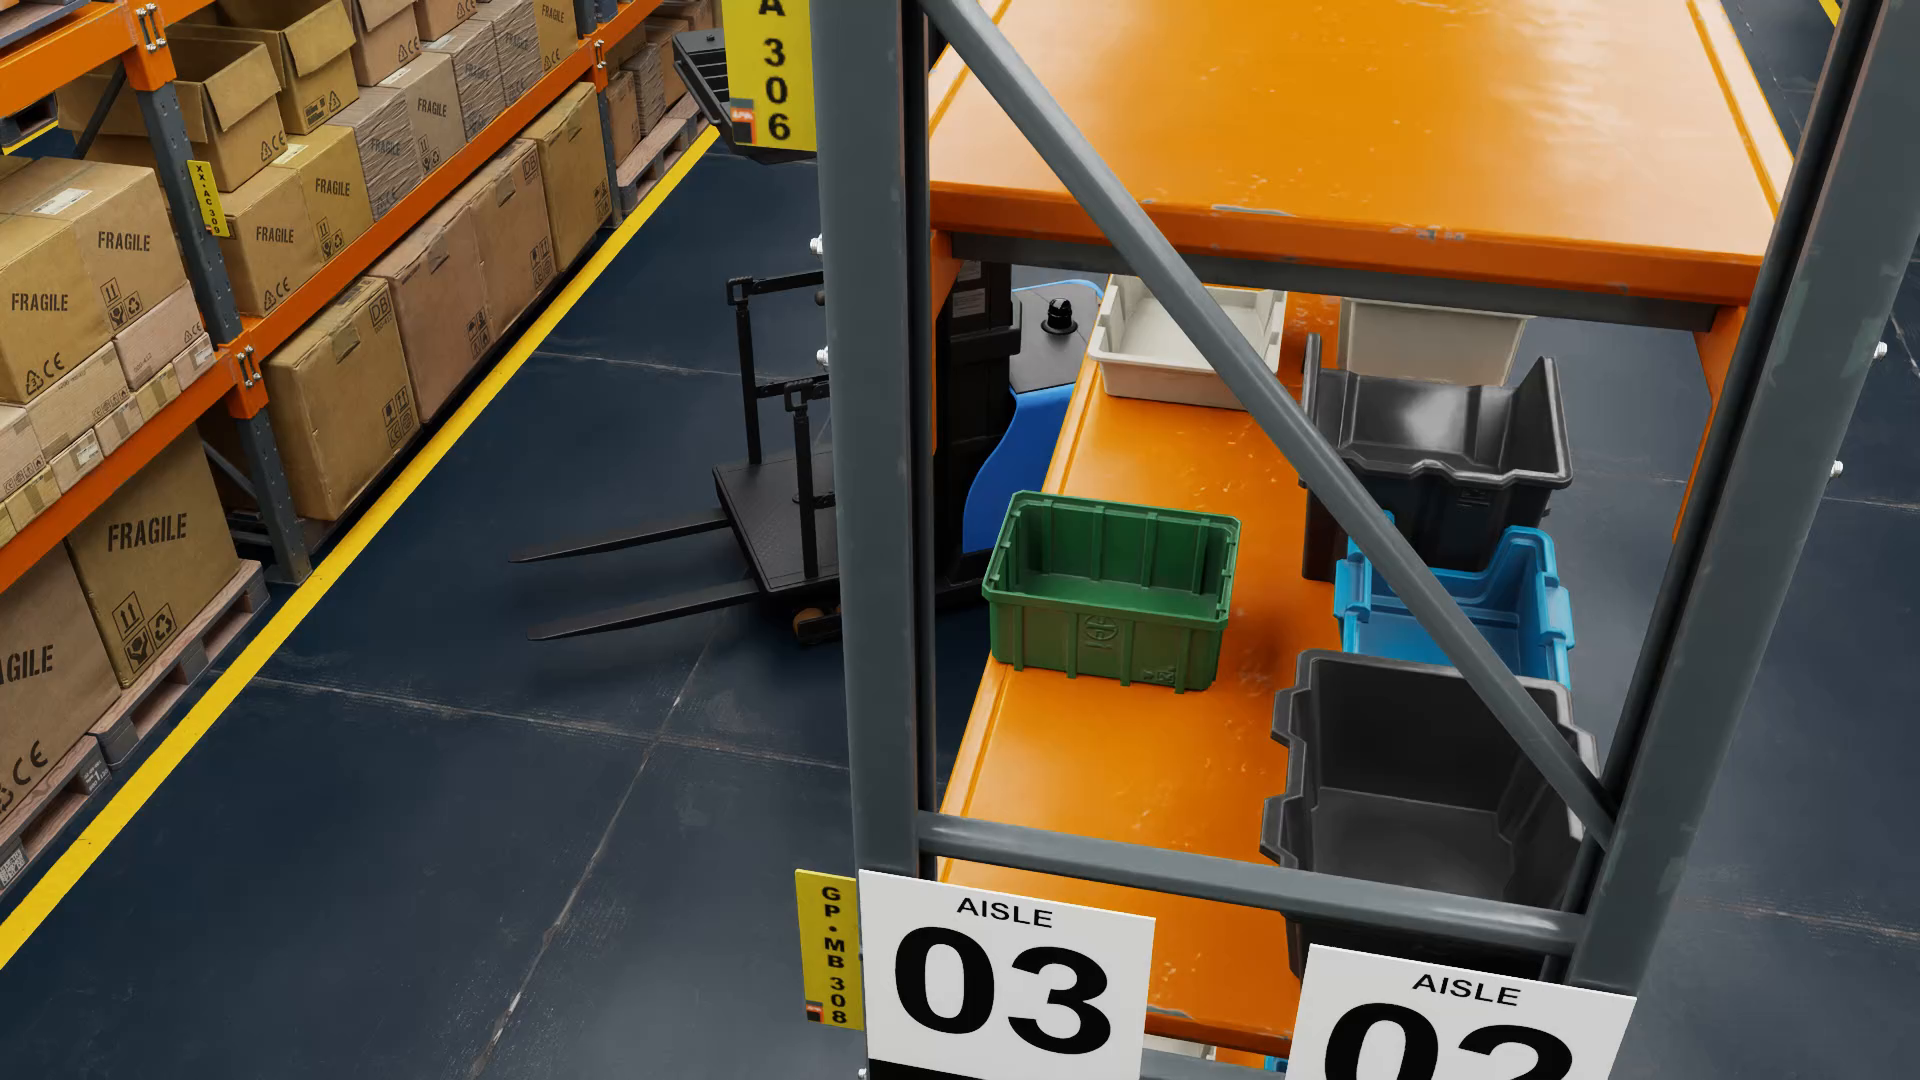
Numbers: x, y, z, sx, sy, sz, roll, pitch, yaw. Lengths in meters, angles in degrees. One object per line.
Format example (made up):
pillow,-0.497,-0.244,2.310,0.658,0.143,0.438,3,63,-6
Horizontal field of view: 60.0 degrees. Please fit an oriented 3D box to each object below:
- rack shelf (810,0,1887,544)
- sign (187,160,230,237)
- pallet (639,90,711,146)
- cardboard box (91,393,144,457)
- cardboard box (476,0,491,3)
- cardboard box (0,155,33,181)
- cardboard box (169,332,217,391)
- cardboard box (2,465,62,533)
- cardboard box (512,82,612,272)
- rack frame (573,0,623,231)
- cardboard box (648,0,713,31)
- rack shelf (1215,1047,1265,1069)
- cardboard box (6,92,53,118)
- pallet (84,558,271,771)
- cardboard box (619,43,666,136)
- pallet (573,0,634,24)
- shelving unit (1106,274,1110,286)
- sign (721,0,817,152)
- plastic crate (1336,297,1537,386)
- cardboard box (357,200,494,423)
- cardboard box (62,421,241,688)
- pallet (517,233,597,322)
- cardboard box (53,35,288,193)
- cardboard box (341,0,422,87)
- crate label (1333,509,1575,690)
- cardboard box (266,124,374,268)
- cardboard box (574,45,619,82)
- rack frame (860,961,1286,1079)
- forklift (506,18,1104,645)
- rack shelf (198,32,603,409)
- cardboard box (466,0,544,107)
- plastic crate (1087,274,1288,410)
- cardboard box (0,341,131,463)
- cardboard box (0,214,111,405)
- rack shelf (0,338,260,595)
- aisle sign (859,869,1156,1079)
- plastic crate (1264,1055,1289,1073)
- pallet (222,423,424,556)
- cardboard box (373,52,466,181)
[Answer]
rack shelf,0.787,-1.293,3.320,1.077,0.370,4.000,7,37,10
sign,-3.082,-1.399,6.819,0.100,0.325,0.005,7,37,10
pallet,-2.339,-3.394,12.753,1.003,0.211,1.213,7,37,10
cardboard box,-3.479,-0.472,6.560,0.380,0.149,0.250,7,36,9
cardboard box,-2.942,-3.407,9.455,0.797,0.503,0.637,9,37,12
cardboard box,-3.976,-1.206,6.593,0.500,0.500,0.500,7,37,10
cardboard box,-3.369,-0.767,6.967,0.380,0.149,0.250,8,37,10
cardboard box,-3.589,-0.177,6.152,0.380,0.149,0.250,8,37,11
cardboard box,-2.937,-2.295,10.313,1.225,0.875,0.875,6,36,8
rack frame,-2.770,-3.378,10.355,1.000,3.000,0.127,7,37,10
cardboard box,-2.307,-3.896,12.825,0.700,0.500,0.500,4,36,6
rack shelf,0.787,0.974,4.963,1.077,0.370,4.000,7,37,10
cardboard box,-7.376,-3.655,12.296,1.050,0.750,0.750,7,36,9
pallet,-3.863,0.470,7.421,1.003,0.211,1.213,7,37,10
cardboard box,-2.540,-3.250,11.934,0.700,0.500,0.500,4,36,6
pallet,-2.722,-3.722,10.993,1.213,0.211,1.003,7,37,10
shelving unit,0.938,-0.995,8.249,0.587,1.500,1.083,10,35,3
sign,-0.181,-0.529,1.586,0.100,0.325,0.005,7,37,10
plastic crate,1.135,-0.569,4.024,0.437,0.282,0.530,7,37,10
cardboard box,-3.317,-1.276,8.908,1.225,0.875,0.875,6,36,8
cardboard box,-3.843,-0.026,7.183,0.875,0.875,0.875,7,37,10
pallet,-3.012,-1.806,10.562,1.003,0.211,1.213,7,37,10
cardboard box,-3.496,-1.899,7.374,0.797,0.503,0.637,6,36,9
cardboard box,-3.220,-2.649,8.409,0.797,0.503,0.637,8,37,11
crate label,0.873,0.187,3.007,0.408,0.251,0.502,7,37,10
cardboard box,-3.175,-1.646,7.880,0.500,0.500,0.500,7,37,10
cardboard box,-2.656,-3.235,11.274,0.500,0.250,0.500,9,37,12
rack frame,0.360,1.829,3.170,1.000,3.000,0.127,7,37,10
forklift,-0.585,-1.061,7.216,3.031,2.935,1.130,-12,38,-16
rack shelf,-3.197,-1.940,8.984,1.077,0.370,4.000,7,37,10
cardboard box,-2.745,-2.819,9.499,0.500,0.500,0.500,7,37,10
plastic crate,0.559,-0.494,4.045,0.437,0.136,0.530,7,37,10
cardboard box,-3.570,-0.561,6.343,0.500,0.250,0.500,8,37,11
cardboard box,-3.572,-0.864,6.122,0.500,0.500,0.500,8,37,10
rack shelf,-4.051,0.353,5.820,1.077,0.370,4.000,7,37,10
aisle sign,0.059,0.781,2.401,0.394,0.787,0.004,7,37,10
plastic crate,0.875,1.395,3.861,0.416,0.233,0.300,7,37,10
pallet,-3.533,-0.407,8.632,1.003,0.211,1.213,7,37,10
cardboard box,-2.963,-2.230,8.685,0.500,0.500,0.500,8,37,11
